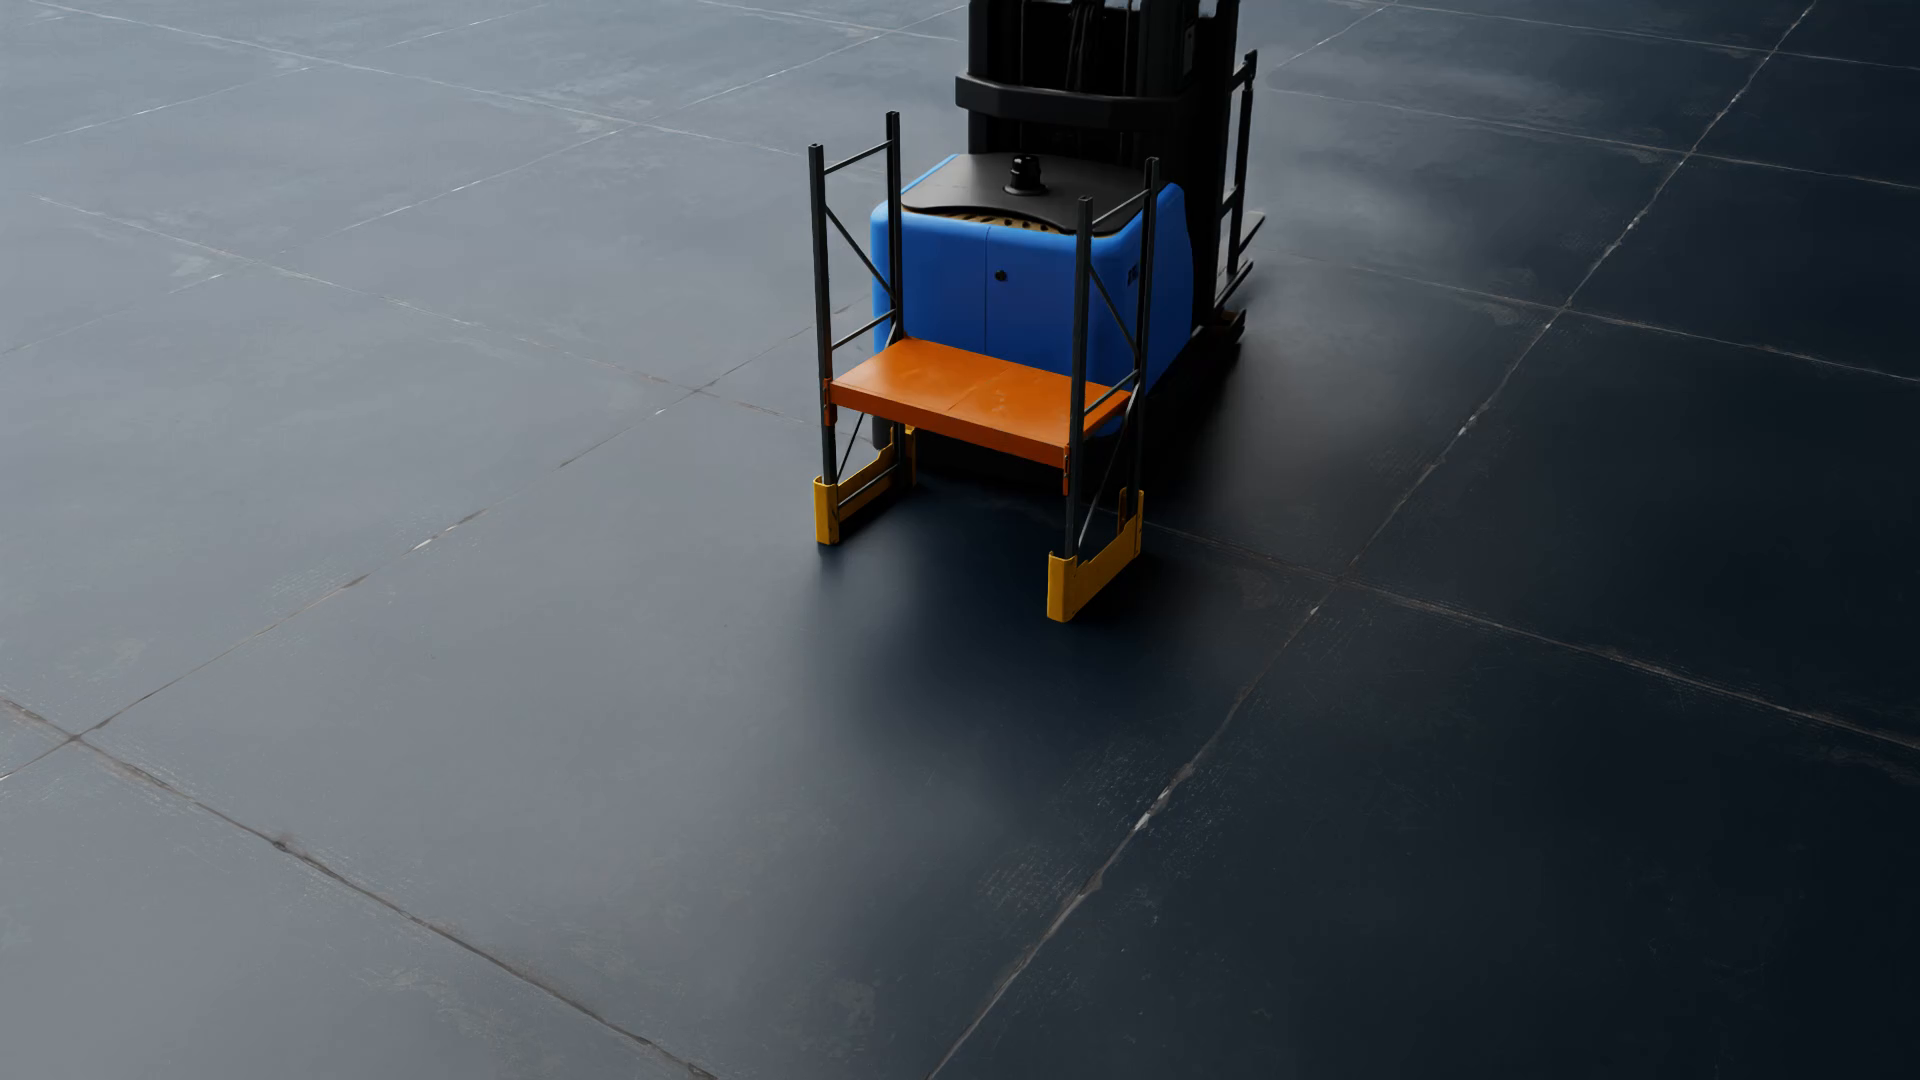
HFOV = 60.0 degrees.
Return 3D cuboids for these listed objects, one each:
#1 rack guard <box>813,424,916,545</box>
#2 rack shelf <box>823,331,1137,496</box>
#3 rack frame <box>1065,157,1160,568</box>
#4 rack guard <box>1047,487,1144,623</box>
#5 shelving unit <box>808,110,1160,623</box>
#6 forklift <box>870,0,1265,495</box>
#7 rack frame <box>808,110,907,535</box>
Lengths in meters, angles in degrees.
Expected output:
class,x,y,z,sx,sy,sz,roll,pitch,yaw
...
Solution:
class,x,y,z,sx,sy,sz,roll,pitch,yaw
rack guard,-0.357,-0.221,6.381,0.087,0.250,0.587,18,35,27
rack shelf,0.072,-0.470,5.924,1.000,0.185,0.538,18,35,27
rack frame,0.503,-0.489,5.599,0.032,1.500,0.500,18,35,27
rack guard,0.486,0.046,5.923,0.087,0.250,0.587,18,35,27
shelving unit,0.065,-0.627,5.837,1.083,1.500,0.587,18,35,27
forklift,0.693,-2.165,7.053,1.130,2.935,3.031,12,32,20
rack frame,-0.358,-0.761,6.066,0.032,1.500,0.500,18,35,27
